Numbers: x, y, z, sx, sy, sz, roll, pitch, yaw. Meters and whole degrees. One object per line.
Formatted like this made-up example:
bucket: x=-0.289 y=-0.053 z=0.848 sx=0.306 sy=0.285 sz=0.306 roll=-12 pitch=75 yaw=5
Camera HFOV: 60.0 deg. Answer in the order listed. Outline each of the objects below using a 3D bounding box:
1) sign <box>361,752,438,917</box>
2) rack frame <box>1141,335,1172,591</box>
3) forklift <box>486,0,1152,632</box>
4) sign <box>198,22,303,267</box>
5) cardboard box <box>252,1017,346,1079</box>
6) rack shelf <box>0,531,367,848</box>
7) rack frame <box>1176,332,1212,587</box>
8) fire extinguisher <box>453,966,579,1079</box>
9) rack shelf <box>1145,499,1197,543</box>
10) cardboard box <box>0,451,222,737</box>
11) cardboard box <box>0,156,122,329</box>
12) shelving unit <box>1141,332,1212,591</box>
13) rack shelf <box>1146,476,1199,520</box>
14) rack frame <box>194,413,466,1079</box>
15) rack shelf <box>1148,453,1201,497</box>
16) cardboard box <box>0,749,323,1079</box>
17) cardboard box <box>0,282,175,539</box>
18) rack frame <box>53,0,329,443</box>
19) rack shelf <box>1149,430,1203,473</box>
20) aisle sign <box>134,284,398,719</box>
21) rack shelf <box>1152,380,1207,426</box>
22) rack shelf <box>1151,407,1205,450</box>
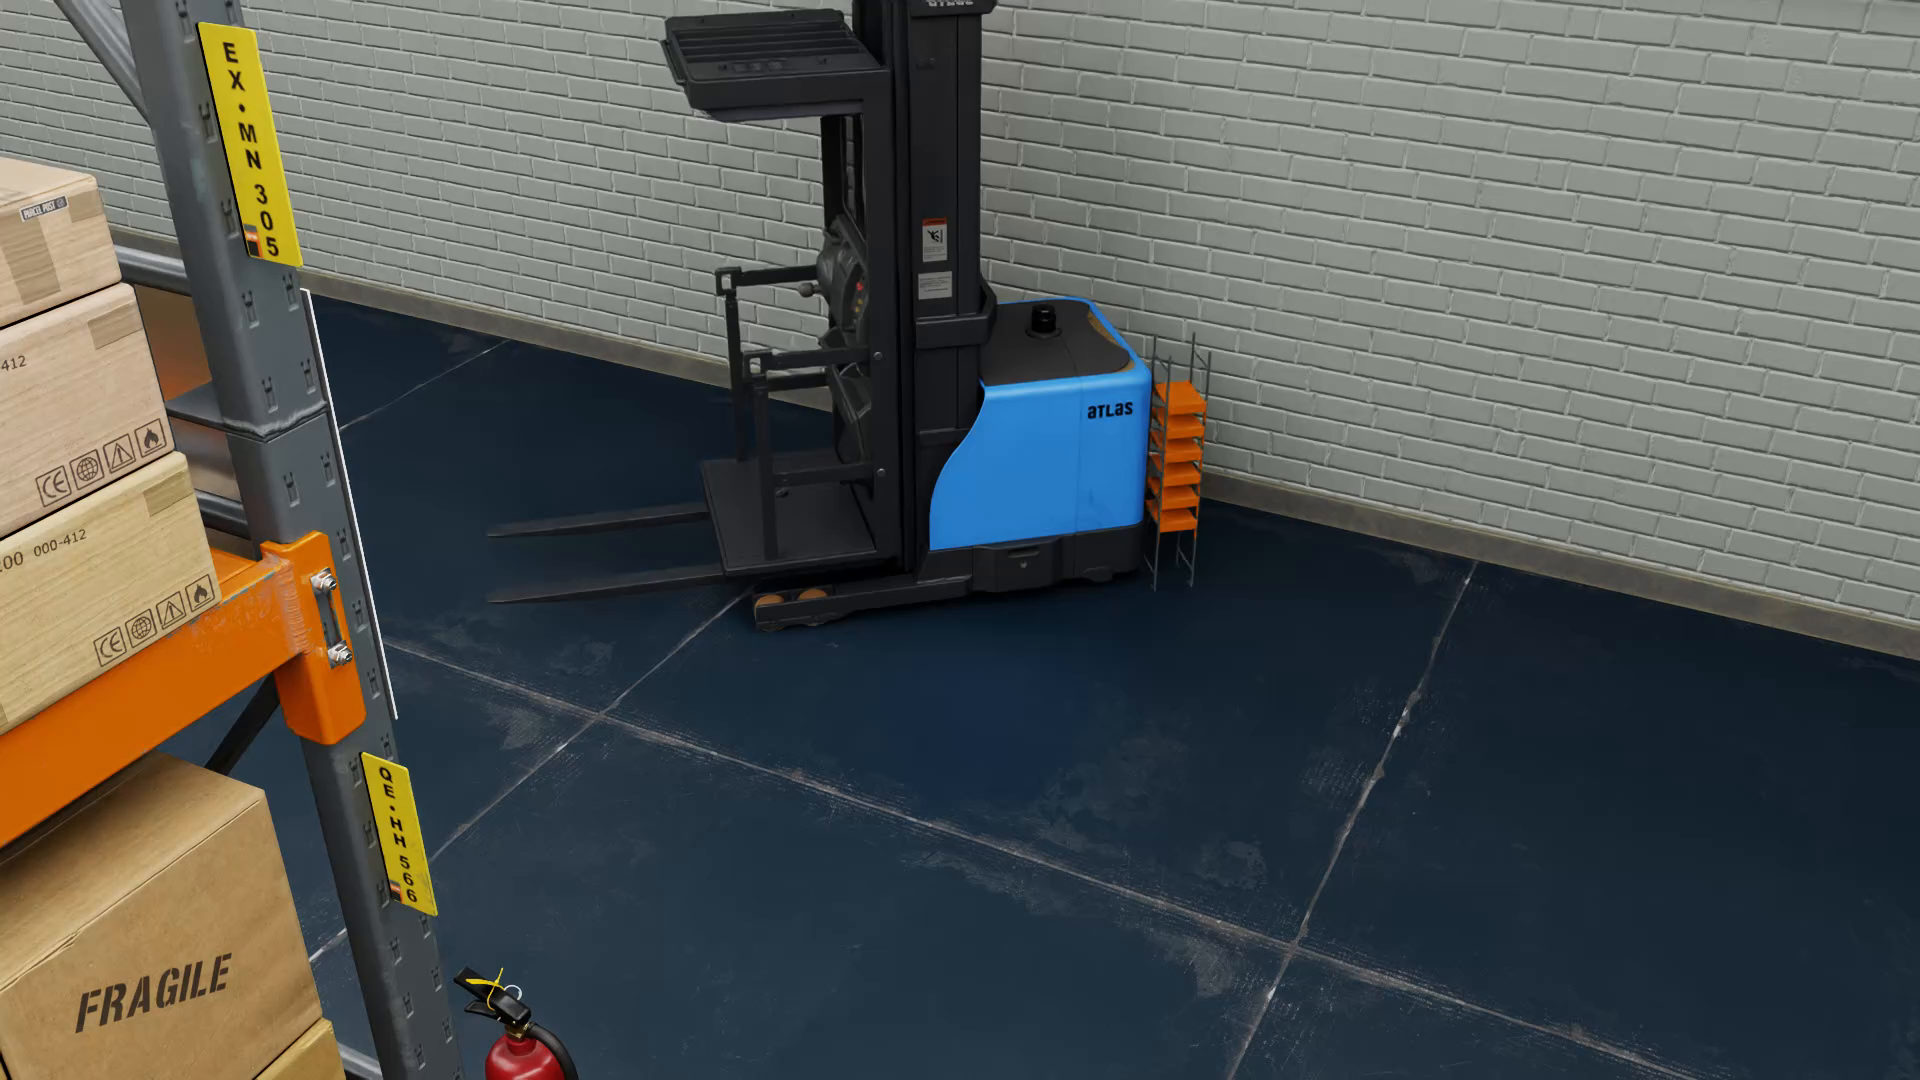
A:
sign: x=-0.966 y=0.511 z=2.868 sx=0.100 sy=0.325 sz=0.005 roll=14 pitch=33 yaw=23
rack frame: x=0.894 y=-0.338 z=7.634 sx=0.006 sy=1.200 sz=0.240 roll=-6 pitch=30 yaw=-10
forklift: x=-0.698 y=-1.146 z=7.302 sx=3.031 sy=2.935 sz=1.130 roll=-7 pitch=31 yaw=-12
sign: x=-0.966 y=-0.535 z=2.268 sx=0.100 sy=0.325 sz=0.005 roll=14 pitch=33 yaw=23
cardboard box: x=-1.426 y=1.101 z=2.922 sx=0.500 sy=0.500 sz=0.500 roll=15 pitch=33 yaw=24
rack shelf: x=-2.362 y=0.913 z=1.358 sx=1.077 sy=0.370 sz=4.000 roll=14 pitch=33 yaw=23
rack frame: x=1.073 y=-0.357 z=7.667 sx=0.006 sy=1.200 sz=0.240 roll=-6 pitch=30 yaw=-10
fire extinguisher: x=-0.925 y=1.204 z=3.594 sx=0.296 sy=0.674 sz=0.183 roll=14 pitch=33 yaw=23
rack shelf: x=0.984 y=-0.101 z=7.792 sx=0.180 sy=0.103 sz=0.258 roll=-6 pitch=30 yaw=-10
cardboard box: x=-1.422 y=0.041 z=2.305 sx=0.500 sy=0.250 sz=0.500 roll=14 pitch=33 yaw=22
cardboard box: x=-1.340 y=-0.396 z=2.164 sx=0.380 sy=0.149 sz=0.250 roll=14 pitch=33 yaw=23
shelving unit: x=0.984 y=-0.348 z=7.651 sx=0.189 sy=1.200 sz=0.258 roll=-6 pitch=30 yaw=-10
rack shelf: x=0.984 y=-0.205 z=7.732 sx=0.180 sy=0.103 sz=0.258 roll=-6 pitch=30 yaw=-10
rack frame: x=-1.451 y=1.015 z=3.470 sx=1.000 sy=3.000 sz=0.127 roll=14 pitch=33 yaw=23
rack shelf: x=0.984 y=-0.309 z=7.673 sx=0.180 sy=0.103 sz=0.258 roll=-6 pitch=30 yaw=-10
cardboard box: x=-1.438 y=0.669 z=2.670 sx=0.500 sy=0.500 sz=0.500 roll=14 pitch=33 yaw=22
cardboard box: x=-1.434 y=-0.175 z=2.180 sx=0.500 sy=0.250 sz=0.500 roll=13 pitch=32 yaw=22
rack frame: x=-1.451 y=-1.586 z=1.976 sx=1.000 sy=3.000 sz=0.127 roll=14 pitch=33 yaw=23
rack shelf: x=0.983 y=-0.413 z=7.613 sx=0.180 sy=0.103 sz=0.258 roll=-6 pitch=30 yaw=-10
aisle sign: x=-1.150 y=-0.076 z=2.760 sx=0.394 sy=0.787 sz=0.004 roll=14 pitch=33 yaw=23
rack shelf: x=0.983 y=-0.621 z=7.494 sx=0.180 sy=0.103 sz=0.258 roll=-6 pitch=30 yaw=-10
rack shelf: x=0.983 y=-0.517 z=7.553 sx=0.180 sy=0.103 sz=0.258 roll=-6 pitch=30 yaw=-10
